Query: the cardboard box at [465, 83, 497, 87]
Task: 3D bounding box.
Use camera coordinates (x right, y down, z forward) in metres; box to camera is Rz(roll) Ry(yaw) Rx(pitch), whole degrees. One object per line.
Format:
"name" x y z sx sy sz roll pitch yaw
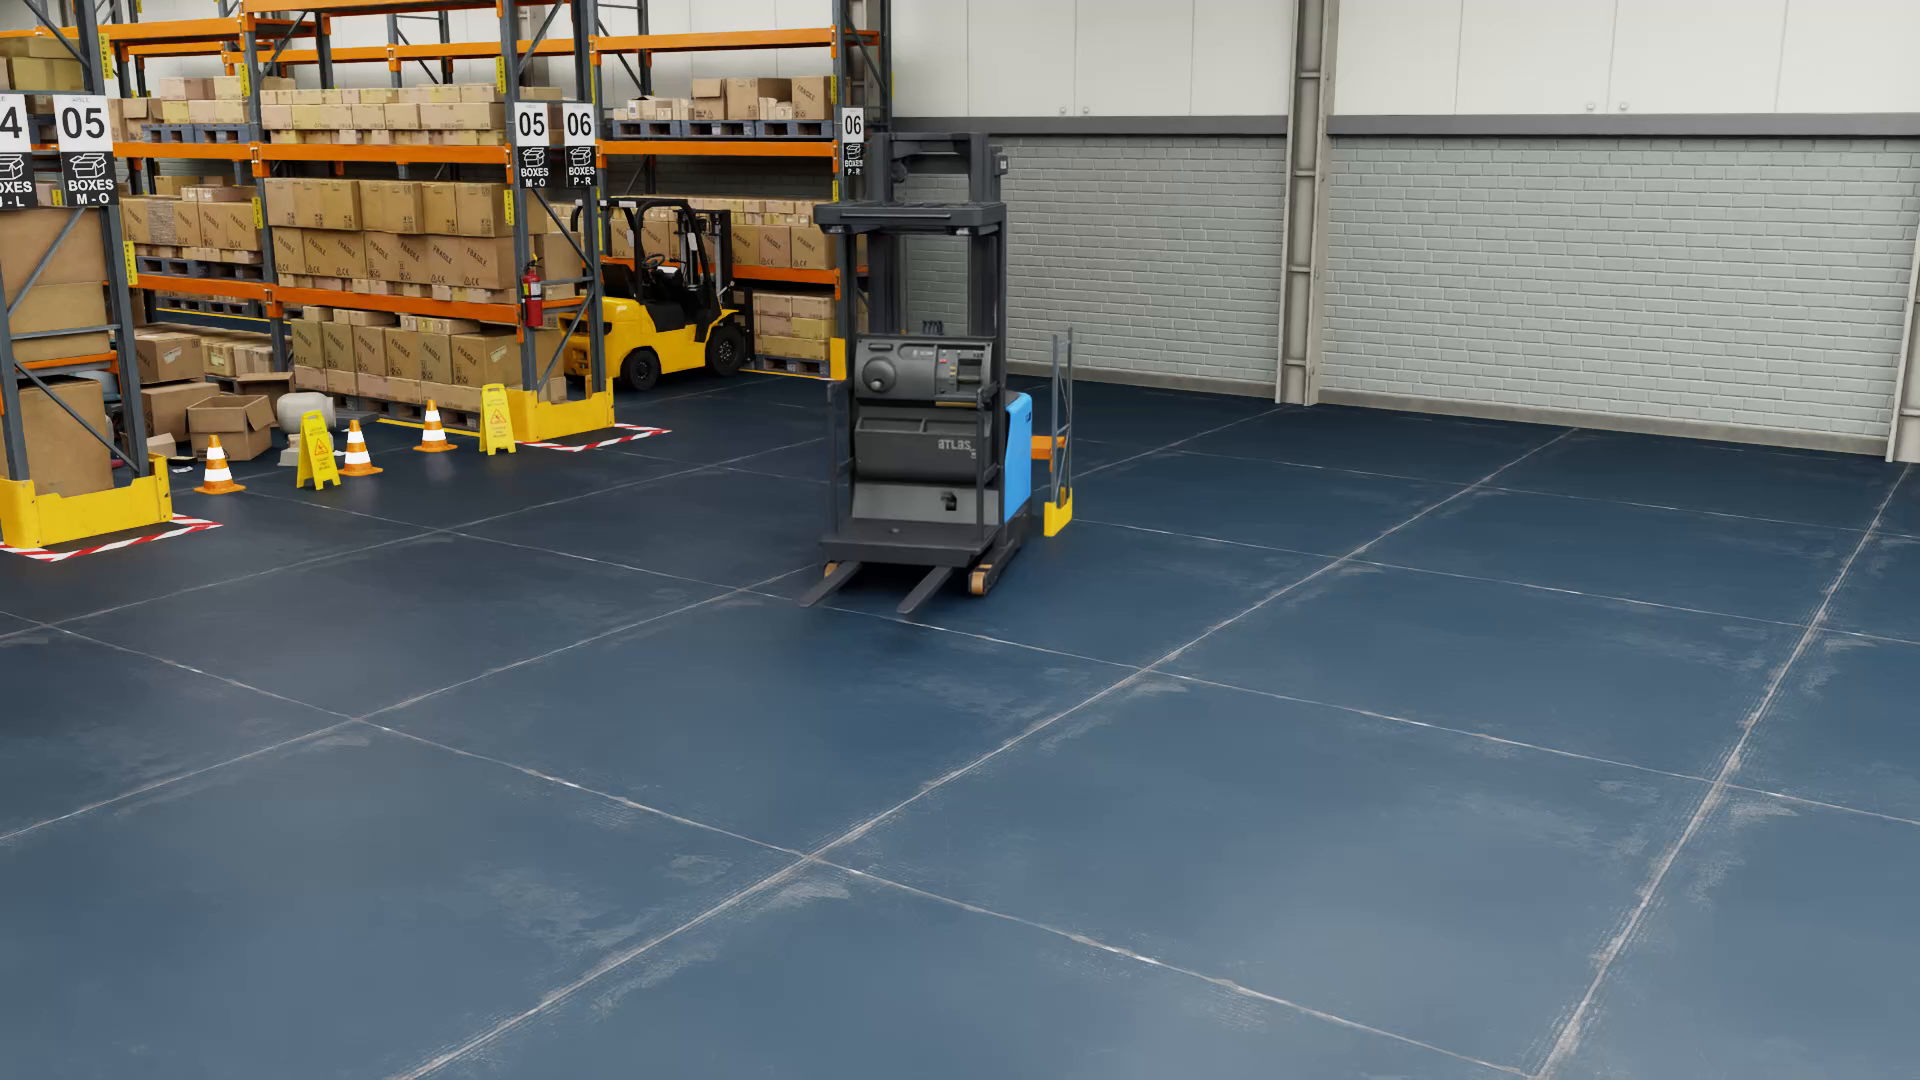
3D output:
"cardboard box" -6.484 -6.065 23.050 0.500 0.500 0.500 10 17 34

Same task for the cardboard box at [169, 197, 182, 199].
"cardboard box" -9.174 -3.857 19.961 0.500 0.500 0.500 8 16 29

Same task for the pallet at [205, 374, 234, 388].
"pallet" -8.905 -1.978 19.874 1.213 0.211 1.003 9 17 33

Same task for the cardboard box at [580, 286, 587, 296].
"cardboard box" -4.914 -3.173 22.967 0.625 0.625 0.875 10 17 35

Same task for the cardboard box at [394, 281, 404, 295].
"cardboard box" -5.610 -2.622 17.195 0.250 0.149 0.380 9 17 33

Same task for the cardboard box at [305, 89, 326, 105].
"cardboard box" -6.513 -4.571 17.167 0.250 0.149 0.380 9 17 32

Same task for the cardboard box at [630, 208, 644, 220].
"cardboard box" -4.141 -4.288 21.845 0.250 0.149 0.380 10 17 34

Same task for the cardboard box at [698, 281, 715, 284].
"cardboard box" -3.530 -3.316 22.245 0.500 0.250 0.500 9 16 32

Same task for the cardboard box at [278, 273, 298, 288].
"cardboard box" -7.159 -2.836 18.059 0.250 0.149 0.380 9 17 33

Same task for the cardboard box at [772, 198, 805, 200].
"cardboard box" -2.170 -4.254 21.089 0.250 0.149 0.380 10 17 35

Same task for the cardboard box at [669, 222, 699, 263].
"cardboard box" -3.390 -3.857 21.453 0.500 0.500 0.500 9 17 32

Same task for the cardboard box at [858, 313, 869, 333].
"cardboard box" -1.430 -2.734 20.933 0.500 0.250 0.500 10 17 34

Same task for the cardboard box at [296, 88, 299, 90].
"cardboard box" -10.583 -7.003 26.087 0.258 0.266 0.396 9 17 33

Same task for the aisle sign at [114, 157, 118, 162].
"aisle sign" -14.652 -6.876 28.447 0.004 0.787 0.394 9 17 33

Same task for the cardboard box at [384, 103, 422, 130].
"cardboard box" -5.348 -4.206 16.524 0.500 0.250 0.500 10 17 34

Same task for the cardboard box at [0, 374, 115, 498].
"cardboard box" -7.201 -0.777 12.768 0.875 0.875 0.875 9 17 33

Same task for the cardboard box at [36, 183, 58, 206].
"cardboard box" -11.136 -4.151 20.562 0.500 0.500 0.500 9 16 31

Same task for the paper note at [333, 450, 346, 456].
"paper note" -5.818 -0.816 15.557 0.142 0.019 0.148 3 14 14

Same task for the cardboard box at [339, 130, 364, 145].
"cardboard box" -6.099 -4.117 16.992 0.250 0.149 0.380 9 16 32

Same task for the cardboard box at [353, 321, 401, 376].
"cardboard box" -6.023 -2.025 17.548 0.500 0.500 0.500 10 17 36

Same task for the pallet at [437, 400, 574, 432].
"pallet" -4.640 -1.300 17.136 1.213 0.211 1.003 9 17 33

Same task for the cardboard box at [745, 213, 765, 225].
"cardboard box" -2.457 -4.009 20.718 0.250 0.149 0.380 9 16 31

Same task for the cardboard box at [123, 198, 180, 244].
"cardboard box" -9.436 -3.752 19.538 0.500 0.500 0.500 10 17 34

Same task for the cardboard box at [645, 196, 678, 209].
"cardboard box" -3.892 -4.411 21.721 0.250 0.149 0.380 9 16 32

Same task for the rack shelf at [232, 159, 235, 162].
"rack shelf" -12.772 -6.502 27.602 4.000 0.370 1.077 9 17 33

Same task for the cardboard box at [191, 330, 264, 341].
"cardboard box" -8.855 -2.251 19.768 0.625 0.372 0.950 10 17 35

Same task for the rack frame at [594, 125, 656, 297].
"rack frame" -4.475 -4.054 22.458 0.127 3.000 1.000 9 17 33

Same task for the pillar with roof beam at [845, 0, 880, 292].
"pillar with roof beam" -3.633 -5.845 17.206 0.400 9.000 9.100 9 17 33

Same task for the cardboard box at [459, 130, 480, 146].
"cardboard box" -4.600 -3.881 16.037 0.250 0.149 0.380 9 17 33

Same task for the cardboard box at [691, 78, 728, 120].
"cardboard box" -2.917 -5.530 20.883 0.637 0.503 0.797 10 17 35

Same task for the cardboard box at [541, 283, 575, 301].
"cardboard box" -4.089 -2.492 16.672 0.250 0.149 0.380 9 17 33

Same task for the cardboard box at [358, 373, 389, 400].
"cardboard box" -6.012 -1.660 17.636 0.500 0.250 0.500 9 16 32

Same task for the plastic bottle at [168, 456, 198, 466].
"plastic bottle" -7.085 -0.718 15.095 0.283 0.061 0.133 3 14 14

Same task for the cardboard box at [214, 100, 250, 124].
"cardboard box" -7.807 -4.700 18.265 0.500 0.250 0.500 9 16 32

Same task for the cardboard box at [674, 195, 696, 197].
"cardboard box" -3.629 -4.505 22.101 0.250 0.149 0.380 9 17 32

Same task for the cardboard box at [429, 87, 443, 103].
"cardboard box" -4.964 -4.352 16.284 0.250 0.149 0.380 9 17 33

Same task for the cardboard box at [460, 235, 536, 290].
"cardboard box" -4.527 -2.738 16.315 0.500 0.500 0.500 9 16 32

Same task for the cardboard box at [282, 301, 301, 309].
"cardboard box" -10.390 -3.938 26.318 0.500 0.500 0.500 9 16 32

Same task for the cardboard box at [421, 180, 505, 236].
"cardboard box" -4.884 -3.300 16.504 0.500 0.500 0.700 9 17 33

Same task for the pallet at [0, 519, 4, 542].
"pallet" -7.309 -0.265 12.955 1.213 0.211 1.003 9 17 33

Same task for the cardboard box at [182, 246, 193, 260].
"cardboard box" -8.661 -3.300 19.059 0.250 0.149 0.380 9 17 33

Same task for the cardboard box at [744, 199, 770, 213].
"cardboard box" -2.468 -4.149 20.665 0.250 0.149 0.380 10 17 34

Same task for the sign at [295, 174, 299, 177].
"sign" -10.806 -5.800 27.102 0.005 0.325 0.100 9 17 33

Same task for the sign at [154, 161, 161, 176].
"sign" -14.106 -6.487 29.218 0.005 0.325 0.100 9 17 33

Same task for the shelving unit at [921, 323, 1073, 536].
"shelving unit" 0.275 -0.866 12.700 1.083 1.500 0.587 4 15 17

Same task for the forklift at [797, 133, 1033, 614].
"forklift" -0.292 -1.154 10.885 1.130 2.935 3.031 3 14 13

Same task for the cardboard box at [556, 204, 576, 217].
"cardboard box" -5.280 -4.493 22.675 0.250 0.149 0.380 9 17 33

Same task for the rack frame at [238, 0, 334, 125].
"rack frame" -7.242 -5.976 17.737 0.127 3.000 1.000 9 17 33

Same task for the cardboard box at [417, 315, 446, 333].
"cardboard box" -5.282 -2.201 16.910 0.250 0.149 0.380 10 17 34

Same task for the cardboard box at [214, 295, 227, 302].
"cardboard box" -12.035 -4.068 27.329 0.258 0.266 0.396 10 17 35

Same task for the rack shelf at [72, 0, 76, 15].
"rack shelf" -8.261 -4.164 12.746 4.000 0.370 1.077 9 17 33

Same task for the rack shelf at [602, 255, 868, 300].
"rack shelf" -2.815 -3.437 21.461 4.000 0.370 1.077 9 17 33

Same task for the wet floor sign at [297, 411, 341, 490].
"wet floor sign" -5.472 -0.775 14.111 0.232 0.644 0.267 6 15 23

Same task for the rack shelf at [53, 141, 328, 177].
"rack shelf" -8.901 -4.439 19.268 4.000 0.370 1.077 9 17 33

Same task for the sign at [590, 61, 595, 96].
"sign" -3.620 -4.516 16.263 0.005 0.325 0.100 9 17 33

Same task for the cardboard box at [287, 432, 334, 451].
"cardboard box" -6.137 -0.917 15.716 0.380 0.149 0.250 -7 15 -25

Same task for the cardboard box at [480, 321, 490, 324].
"cardboard box" -5.306 -2.065 17.711 0.500 0.500 0.500 10 17 34

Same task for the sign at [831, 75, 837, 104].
"sign" -1.470 -5.259 19.404 0.005 0.325 0.100 9 17 33
